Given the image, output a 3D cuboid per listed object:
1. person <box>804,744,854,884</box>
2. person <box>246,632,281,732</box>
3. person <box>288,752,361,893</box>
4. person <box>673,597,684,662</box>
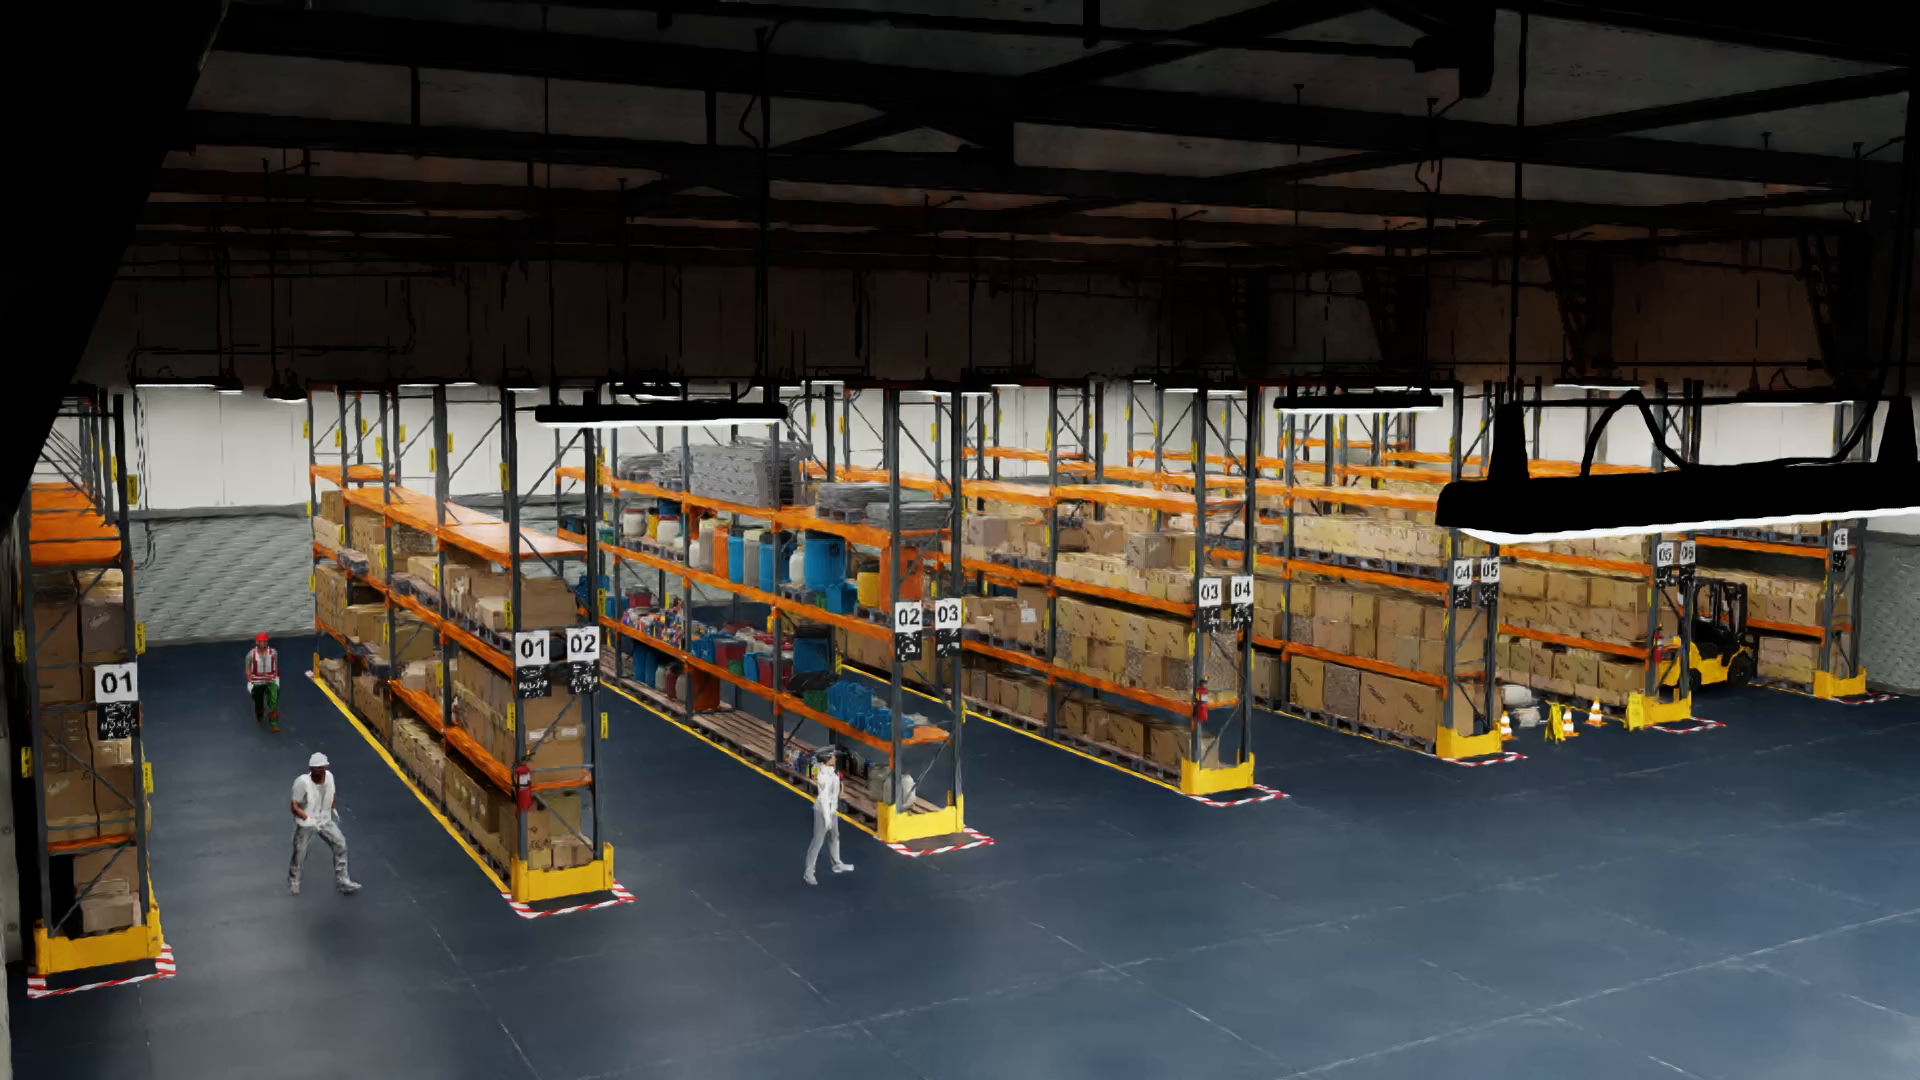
[{"bbox_3d":[-1.627,3.322,20.403,0.548,1.672,0.685,1,6,7],"label":"person"},{"bbox_3d":[-11.986,2.426,28.613,0.553,1.709,1.123,-3,7,-26],"label":"person"},{"bbox_3d":[-7.673,3.359,19.826,0.792,1.714,0.698,5,8,41],"label":"person"},{"bbox_3d":[-5.881,1.913,34.309,0.777,1.528,0.547,5,8,41],"label":"person"}]
